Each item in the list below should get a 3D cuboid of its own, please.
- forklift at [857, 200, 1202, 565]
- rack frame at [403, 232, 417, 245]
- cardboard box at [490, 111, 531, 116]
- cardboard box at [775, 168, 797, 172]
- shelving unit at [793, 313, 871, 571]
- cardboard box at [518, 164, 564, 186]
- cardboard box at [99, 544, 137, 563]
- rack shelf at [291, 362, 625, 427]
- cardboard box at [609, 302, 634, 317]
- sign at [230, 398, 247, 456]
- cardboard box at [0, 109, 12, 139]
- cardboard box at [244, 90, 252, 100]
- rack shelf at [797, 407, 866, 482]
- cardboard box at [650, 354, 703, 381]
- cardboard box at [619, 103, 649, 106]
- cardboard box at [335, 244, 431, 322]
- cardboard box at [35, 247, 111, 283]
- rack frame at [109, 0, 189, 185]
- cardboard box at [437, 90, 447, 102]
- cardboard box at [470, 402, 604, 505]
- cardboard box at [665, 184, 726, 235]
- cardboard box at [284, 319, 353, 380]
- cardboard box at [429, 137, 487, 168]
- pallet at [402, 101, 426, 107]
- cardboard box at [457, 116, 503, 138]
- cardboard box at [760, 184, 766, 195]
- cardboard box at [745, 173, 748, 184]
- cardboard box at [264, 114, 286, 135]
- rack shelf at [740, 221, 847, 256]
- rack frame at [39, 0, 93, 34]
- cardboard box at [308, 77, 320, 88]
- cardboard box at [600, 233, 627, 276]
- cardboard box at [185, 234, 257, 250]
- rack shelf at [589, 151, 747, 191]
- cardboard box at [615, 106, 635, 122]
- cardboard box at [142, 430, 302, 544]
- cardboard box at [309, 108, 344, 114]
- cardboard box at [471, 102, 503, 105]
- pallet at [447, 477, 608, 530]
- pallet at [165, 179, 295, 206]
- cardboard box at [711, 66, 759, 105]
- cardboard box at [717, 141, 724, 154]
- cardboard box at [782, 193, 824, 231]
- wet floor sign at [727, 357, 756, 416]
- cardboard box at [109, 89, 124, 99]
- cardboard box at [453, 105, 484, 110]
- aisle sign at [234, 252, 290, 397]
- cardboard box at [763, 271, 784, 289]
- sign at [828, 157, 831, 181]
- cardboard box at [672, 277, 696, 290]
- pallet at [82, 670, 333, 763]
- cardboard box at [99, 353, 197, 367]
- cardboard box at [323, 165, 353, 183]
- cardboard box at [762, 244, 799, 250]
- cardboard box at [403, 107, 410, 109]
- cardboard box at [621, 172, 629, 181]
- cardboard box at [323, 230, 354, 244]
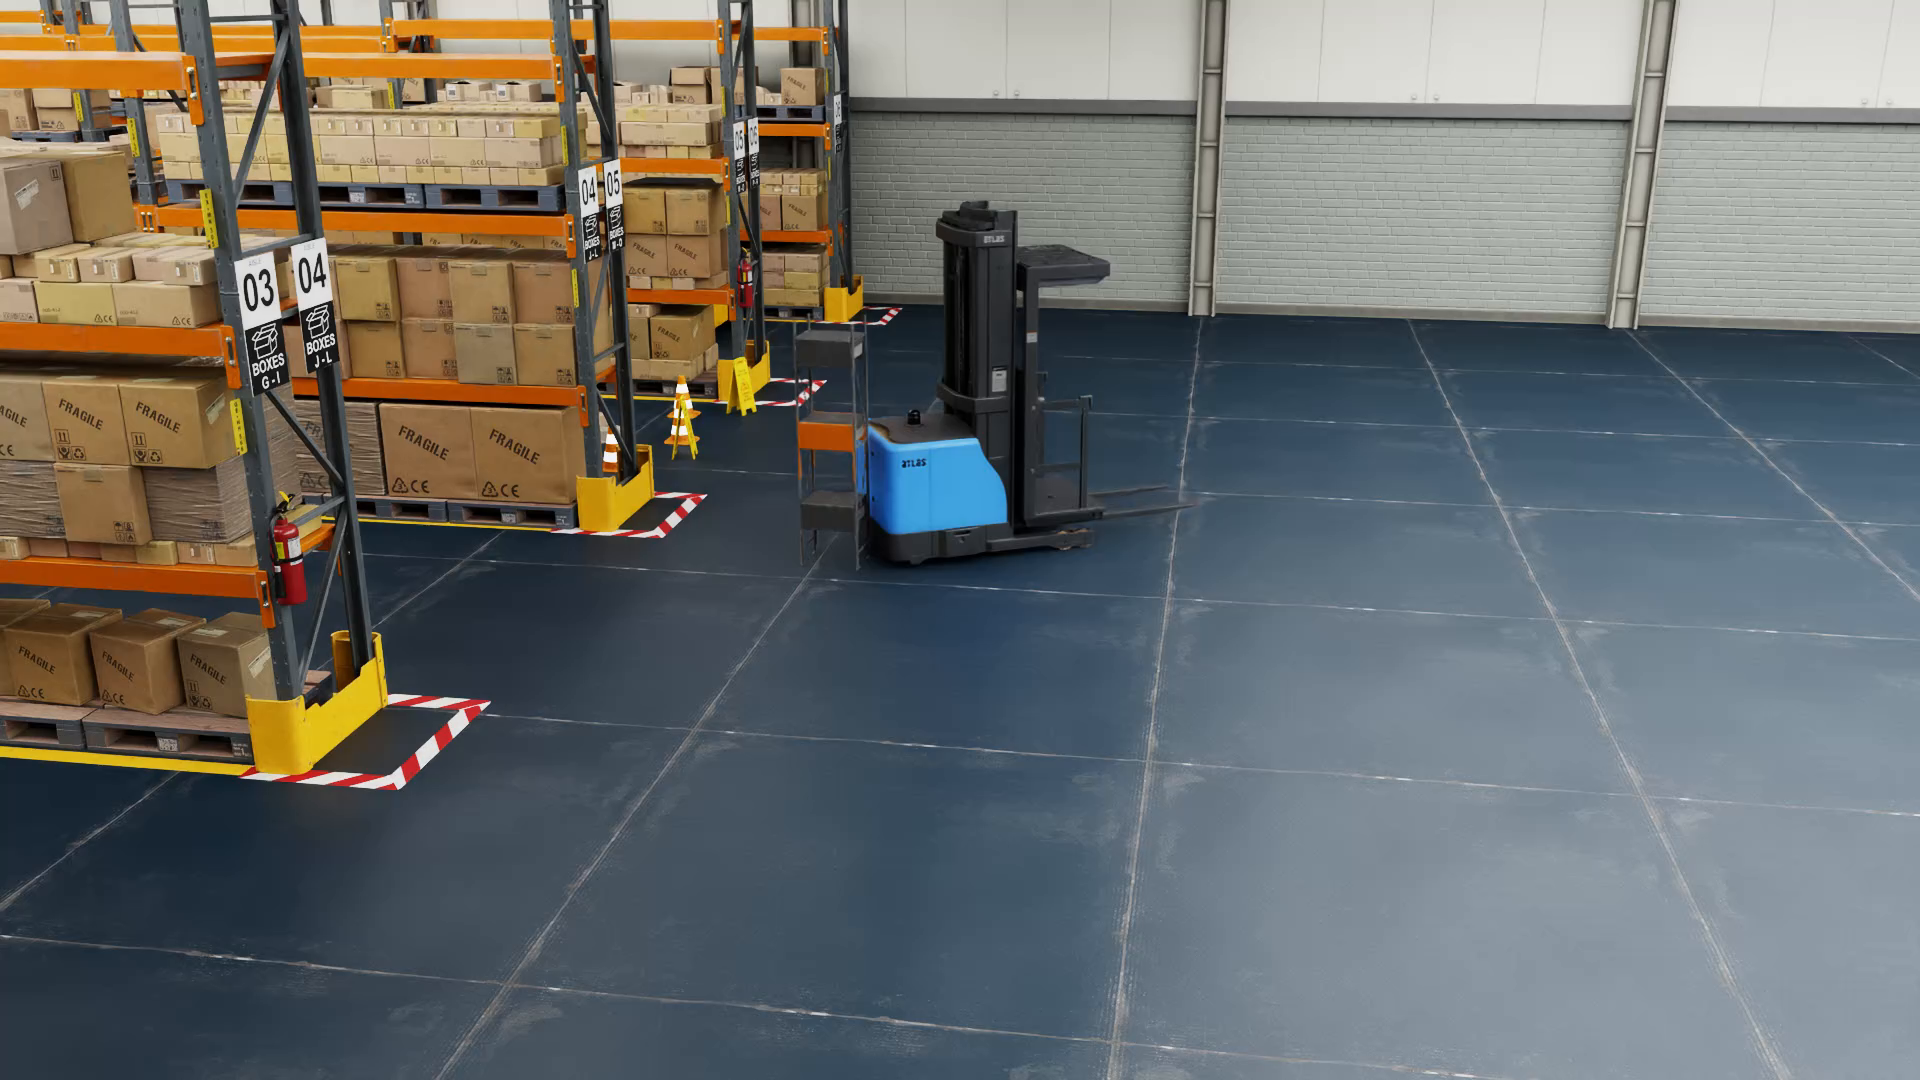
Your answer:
[{"bbox_3d":[0.657,-1.448,14.511,3.031,2.935,1.130,-6,20,-19],"label":"forklift"},{"bbox_3d":[-6.490,-3.441,20.360,0.127,3.000,1.000,3,19,9],"label":"rack frame"},{"bbox_3d":[-4.005,-3.754,14.888,0.250,0.149,0.380,3,19,8],"label":"cardboard box"},{"bbox_3d":[-2.570,-5.407,24.588,0.250,0.149,0.380,3,19,10],"label":"cardboard box"},{"bbox_3d":[-1.064,-0.816,13.932,0.503,2.100,0.431,4,19,12],"label":"shelving unit"},{"bbox_3d":[-3.608,-3.144,14.322,0.250,0.149,0.380,3,19,9],"label":"cardboard box"},{"bbox_3d":[-5.173,0.008,10.448,0.250,0.149,0.380,3,19,9],"label":"cardboard box"},{"bbox_3d":[-5.200,-1.443,15.523,4.000,0.370,1.077,3,19,9],"label":"rack shelf"},{"bbox_3d":[-3.994,-2.768,19.815,0.250,0.149,0.380,3,19,10],"label":"cardboard box"},{"bbox_3d":[-4.220,-0.661,9.728,0.005,0.325,0.100,3,19,9],"label":"sign"},{"bbox_3d":[-9.364,-3.803,15.738,0.500,0.500,0.500,3,19,9],"label":"cardboard box"},{"bbox_3d":[-10.552,-6.721,25.043,0.250,0.149,0.380,3,19,10],"label":"cardboard box"},{"bbox_3d":[-1.064,-0.803,13.936,0.480,0.518,0.431,4,19,12],"label":"rack shelf"},{"bbox_3d":[-3.405,-2.092,20.001,0.500,0.250,0.500,3,19,8],"label":"cardboard box"},{"bbox_3d":[-3.843,-5.061,19.613,0.250,0.149,0.380,3,19,8],"label":"cardboard box"},{"bbox_3d":[-5.219,-2.353,15.171,0.500,0.550,0.875,3,19,9],"label":"cardboard box"},{"bbox_3d":[-5.213,-1.626,9.816,0.250,0.149,0.380,3,19,9],"label":"cardboard box"},{"bbox_3d":[-7.175,-4.730,14.758,0.127,3.000,1.000,3,19,9],"label":"rack frame"},{"bbox_3d":[-7.602,-6.545,24.486,0.250,0.149,0.380,3,19,8],"label":"cardboard box"},{"bbox_3d":[-3.906,-0.889,15.419,0.875,0.875,0.875,3,19,9],"label":"cardboard box"},{"bbox_3d":[-3.079,-3.860,19.409,0.500,0.500,0.700,2,19,7],"label":"cardboard box"},{"bbox_3d":[-5.748,-1.857,15.389,0.550,0.550,0.875,3,19,9],"label":"cardboard box"},{"bbox_3d":[-4.247,-3.385,14.414,0.500,0.250,0.500,3,19,9],"label":"cardboard box"},{"bbox_3d":[-7.867,-6.469,24.980,1.213,0.211,1.003,4,19,11],"label":"pallet"},{"bbox_3d":[-4.112,-3.548,14.273,0.250,0.149,0.380,3,19,10],"label":"cardboard box"},{"bbox_3d":[-2.890,-5.131,24.232,0.250,0.149,0.380,3,19,8],"label":"cardboard box"},{"bbox_3d":[-3.164,-5.264,24.161,0.250,0.149,0.380,3,19,10],"label":"cardboard box"},{"bbox_3d":[-5.863,-3.638,14.540,0.250,0.149,0.380,3,19,9],"label":"cardboard box"},{"bbox_3d":[-3.731,-4.554,24.821,4.000,0.370,1.077,3,19,9],"label":"rack shelf"},{"bbox_3d":[-13.605,-8.244,25.259,0.127,3.000,1.000,3,19,9],"label":"rack frame"},{"bbox_3d":[-9.975,-6.984,25.361,0.250,0.149,0.380,2,19,7],"label":"cardboard box"},{"bbox_3d":[-4.107,-3.422,19.677,0.500,0.500,0.500,3,19,8],"label":"cardboard box"},{"bbox_3d":[-4.588,-1.805,10.351,0.250,0.149,0.380,3,19,10],"label":"cardboard box"},{"bbox_3d":[-4.515,-4.422,19.697,4.000,0.370,1.077,3,19,9],"label":"rack shelf"},{"bbox_3d":[-3.907,-4.921,19.196,0.250,0.149,0.380,3,19,9],"label":"cardboard box"},{"bbox_3d":[-4.651,-0.360,10.524,0.500,0.500,0.875,3,19,9],"label":"cardboard box"},{"bbox_3d":[-5.763,-3.844,15.156,0.250,0.149,0.380,3,19,9],"label":"cardboard box"},{"bbox_3d":[-5.631,-5.145,19.863,0.250,0.149,0.380,3,19,10],"label":"cardboard box"},{"bbox_3d":[-4.028,-0.377,15.597,1.213,0.211,1.003,3,19,9],"label":"pallet"},{"bbox_3d":[-6.369,-3.221,15.115,1.213,0.211,1.003,3,19,9],"label":"pallet"},{"bbox_3d":[-3.228,-6.540,23.918,0.500,0.500,0.700,3,19,9],"label":"cardboard box"},{"bbox_3d":[-2.816,-4.661,19.676,0.250,0.149,0.380,3,19,9],"label":"cardboard box"},{"bbox_3d":[-2.284,-4.785,24.218,0.500,0.500,0.500,3,19,7],"label":"cardboard box"},{"bbox_3d":[-2.523,-1.778,19.101,0.232,0.644,0.267,10,21,27],"label":"wet floor sign"},{"bbox_3d":[-12.621,-6.764,25.139,0.250,0.149,0.380,3,19,9],"label":"cardboard box"},{"bbox_3d":[-5.710,-4.984,19.384,0.250,0.149,0.380,2,19,7],"label":"cardboard box"},{"bbox_3d":[-4.099,-1.271,9.776,0.004,0.787,0.394,3,19,9],"label":"aisle sign"},{"bbox_3d":[-2.780,-3.882,24.562,0.500,0.250,0.500,3,19,8],"label":"cardboard box"},{"bbox_3d":[-1.857,-5.287,23.679,0.005,0.325,0.100,3,19,9],"label":"sign"},{"bbox_3d":[-3.211,-3.050,19.588,0.250,0.149,0.380,3,19,8],"label":"cardboard box"},{"bbox_3d":[-4.984,1.132,11.088,1.213,0.211,1.003,3,19,9],"label":"pallet"},{"bbox_3d":[-5.105,-0.938,10.677,0.500,0.500,0.500,3,19,9],"label":"cardboard box"},{"bbox_3d":[-5.368,-3.234,14.589,0.250,0.149,0.380,3,19,9],"label":"cardboard box"},{"bbox_3d":[-2.695,-4.272,24.938,0.500,0.250,0.500,3,19,9],"label":"cardboard box"},{"bbox_3d":[-7.003,-5.146,20.304,0.500,0.250,0.500,2,19,7],"label":"cardboard box"},{"bbox_3d":[-4.913,-5.388,24.531,0.250,0.149,0.380,3,19,8],"label":"cardboard box"},{"bbox_3d":[-7.472,-3.804,20.158,0.500,0.500,0.500,3,19,9],"label":"cardboard box"}]
